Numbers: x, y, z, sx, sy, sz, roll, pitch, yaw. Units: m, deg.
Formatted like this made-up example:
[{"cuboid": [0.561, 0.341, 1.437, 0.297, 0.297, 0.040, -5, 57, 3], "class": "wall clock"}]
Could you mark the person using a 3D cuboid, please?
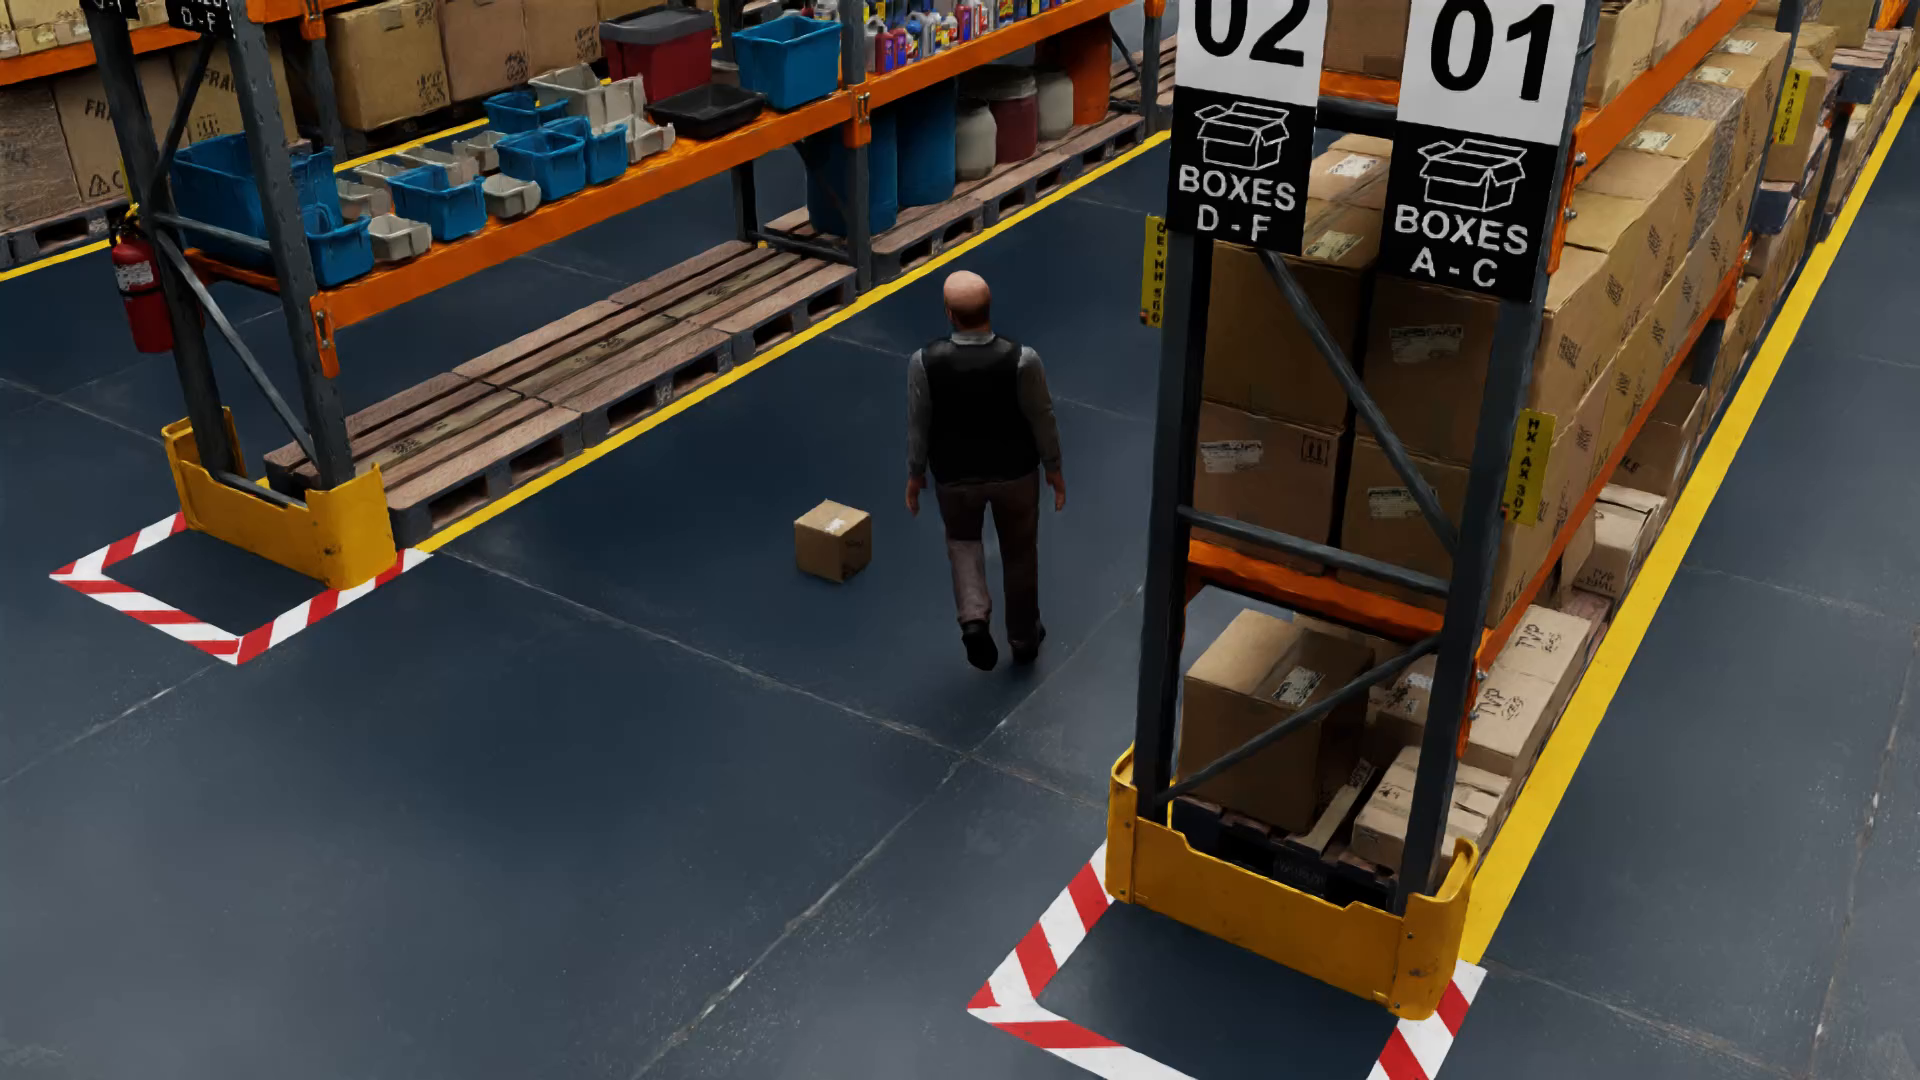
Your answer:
[{"cuboid": [0.102, -0.260, 6.579, 0.635, 1.703, 0.504, 2, 30, 3], "class": "person"}]
